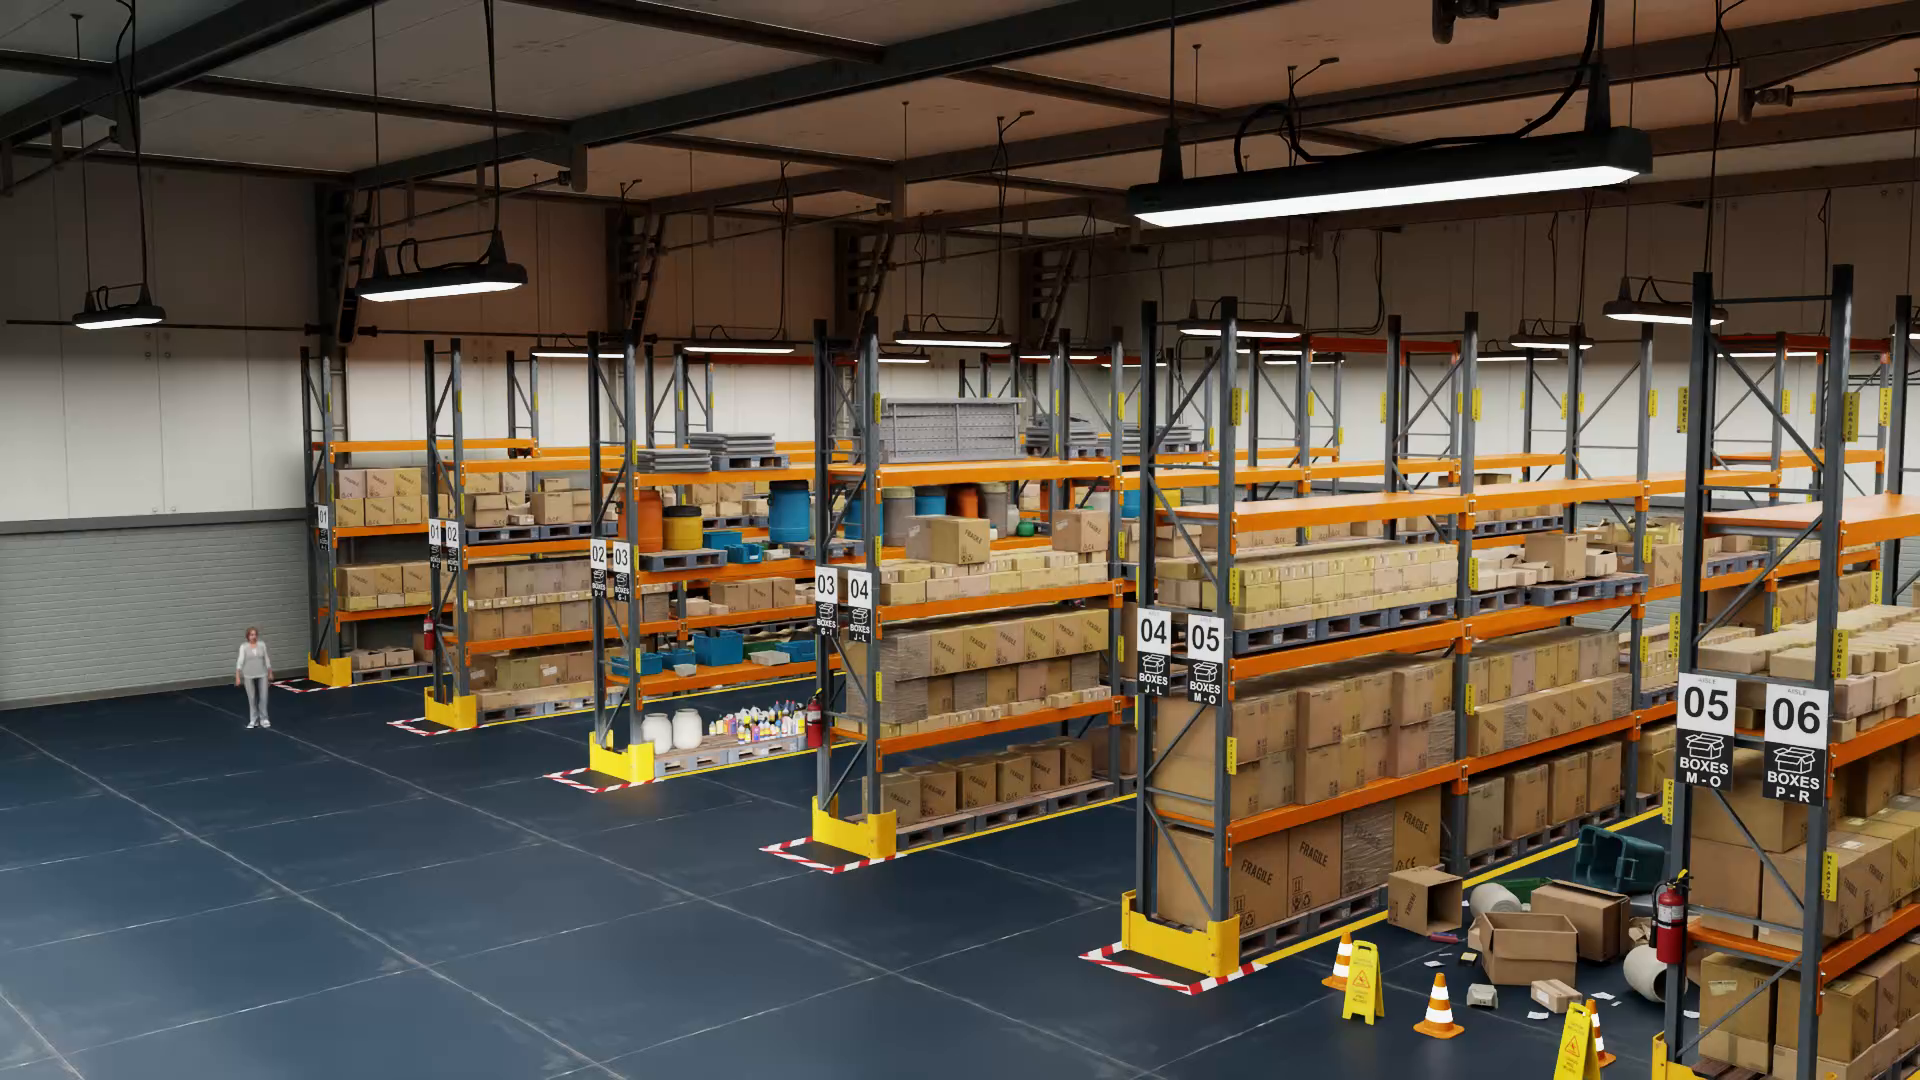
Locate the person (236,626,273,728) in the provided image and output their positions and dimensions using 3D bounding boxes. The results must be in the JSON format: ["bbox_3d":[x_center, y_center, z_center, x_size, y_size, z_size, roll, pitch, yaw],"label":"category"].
[{"bbox_3d":[-10.895,2.118,25.679,0.553,1.597,0.366,-3,6,-29],"label":"person"}]

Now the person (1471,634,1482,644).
[{"bbox_3d":[7.728,2.125,25.059,0.881,1.813,0.529,-4,7,-41],"label":"person"}]
